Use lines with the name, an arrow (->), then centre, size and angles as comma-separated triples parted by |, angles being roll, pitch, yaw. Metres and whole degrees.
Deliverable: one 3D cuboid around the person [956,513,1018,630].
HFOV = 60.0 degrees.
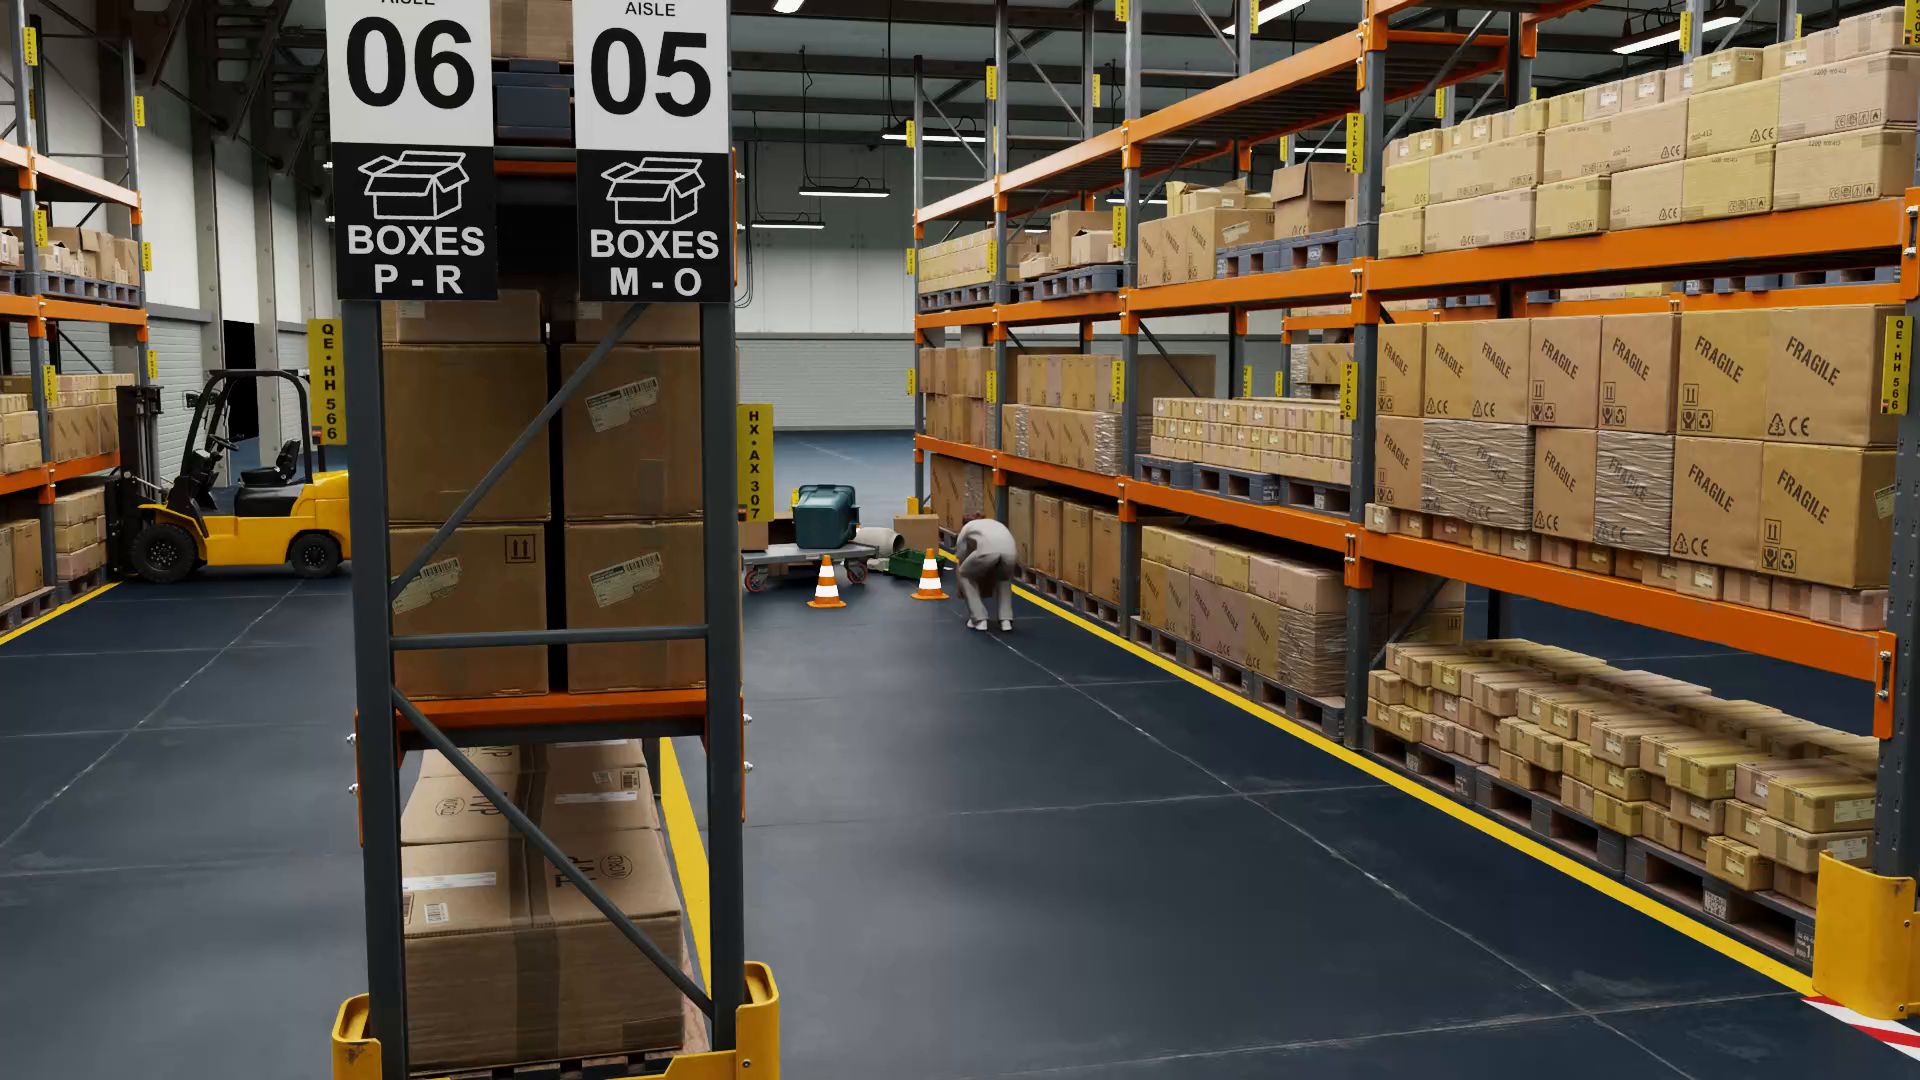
person -> 0.217, 0.263, 14.083 | 0.465, 0.950, 0.863 | -2, 6, -16
